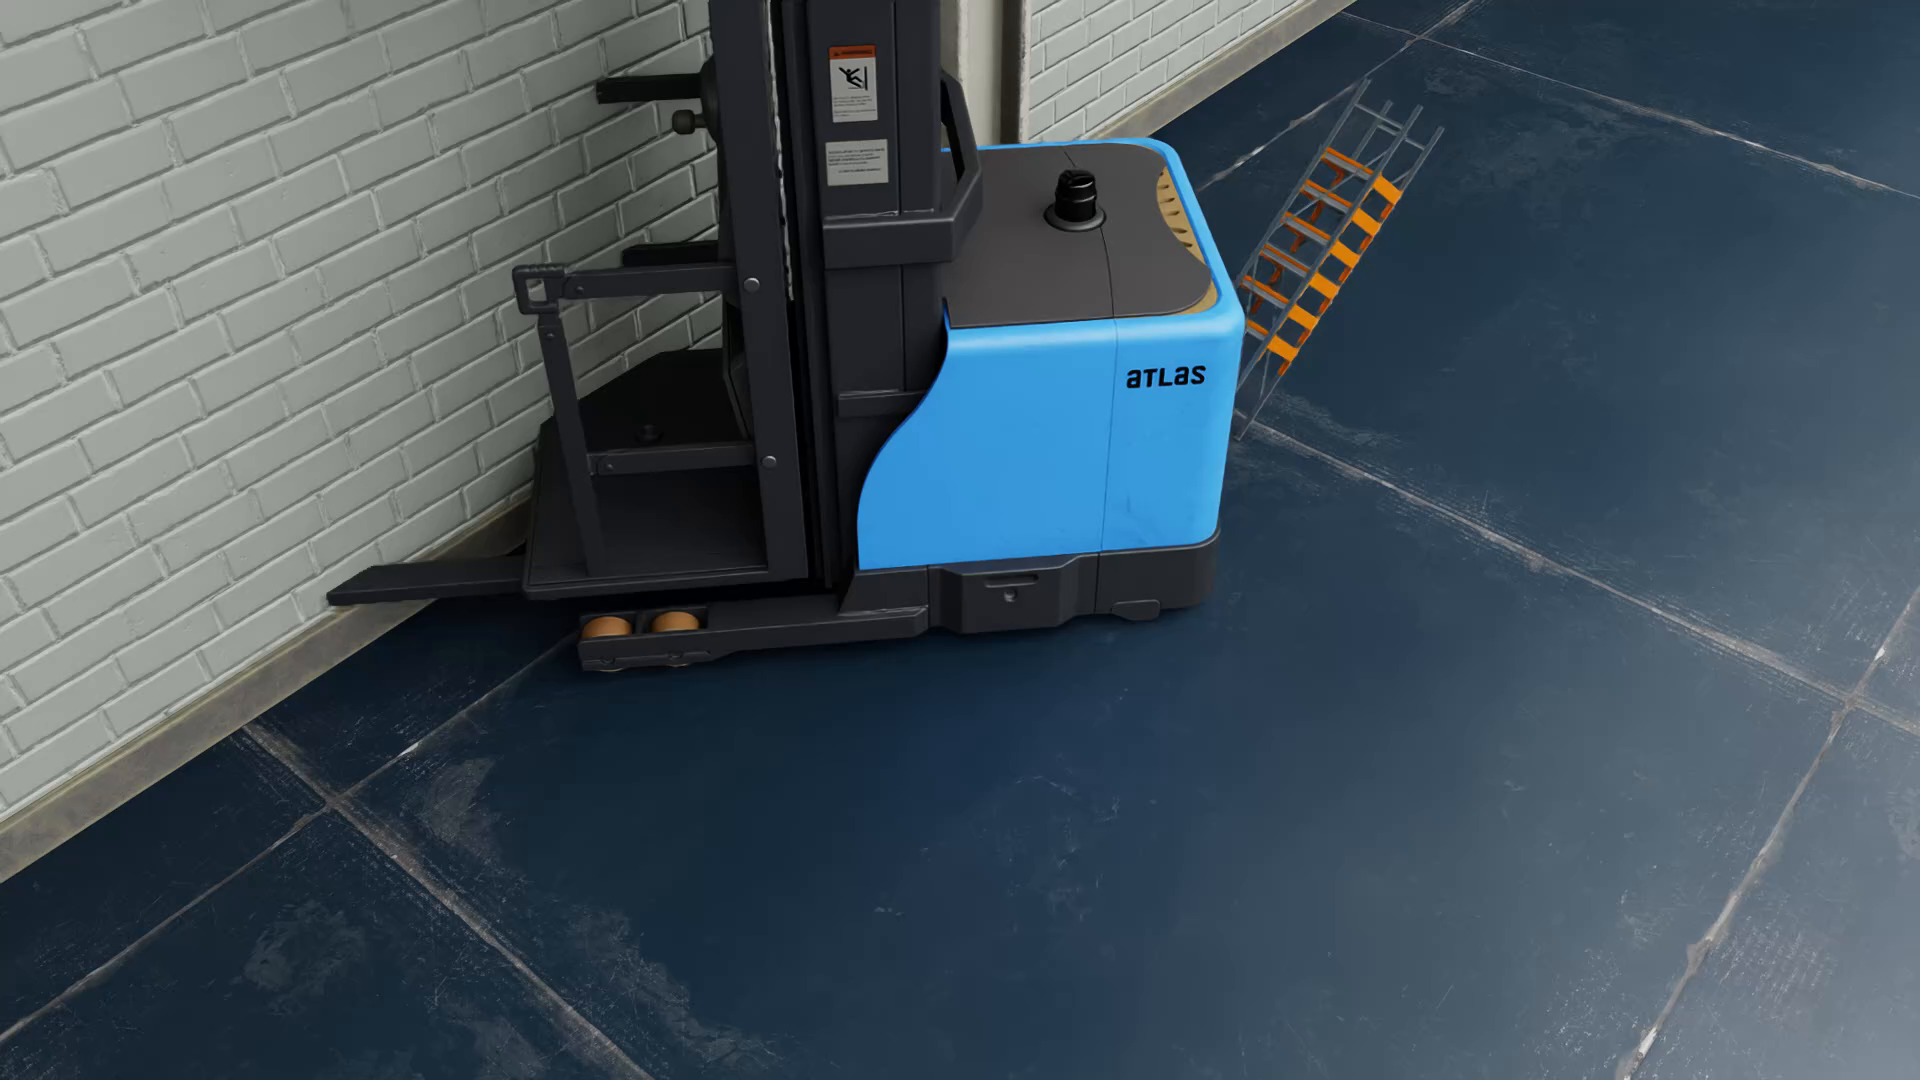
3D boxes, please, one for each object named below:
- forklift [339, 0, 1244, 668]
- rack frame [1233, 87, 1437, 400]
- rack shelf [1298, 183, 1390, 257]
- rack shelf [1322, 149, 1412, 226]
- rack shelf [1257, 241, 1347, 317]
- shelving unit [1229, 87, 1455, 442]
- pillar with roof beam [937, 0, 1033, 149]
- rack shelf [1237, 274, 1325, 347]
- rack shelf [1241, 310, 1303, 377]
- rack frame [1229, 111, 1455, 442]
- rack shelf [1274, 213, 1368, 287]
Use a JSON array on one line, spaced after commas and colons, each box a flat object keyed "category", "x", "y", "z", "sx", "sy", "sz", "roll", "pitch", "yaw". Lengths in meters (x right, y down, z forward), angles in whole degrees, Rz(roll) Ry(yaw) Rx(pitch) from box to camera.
[{"category": "forklift", "x": -0.793, "y": -1.084, "z": 4.264, "sx": 3.031, "sy": 2.935, "sz": 1.130, "roll": -4, "pitch": 42, "yaw": -4}, {"category": "rack frame", "x": 1.102, "y": -0.926, "z": 5.442, "sx": 0.240, "sy": 0.006, "sz": 1.200, "roll": 41, "pitch": 101, "yaw": 36}, {"category": "rack shelf", "x": 1.263, "y": -1.063, "z": 5.484, "sx": 0.258, "sy": 0.180, "sz": 0.103, "roll": 41, "pitch": 101, "yaw": 36}, {"category": "rack shelf", "x": 1.331, "y": -1.161, "z": 5.466, "sx": 0.258, "sy": 0.180, "sz": 0.103, "roll": 41, "pitch": 101, "yaw": 36}, {"category": "rack shelf", "x": 1.128, "y": -0.869, "z": 5.521, "sx": 0.258, "sy": 0.180, "sz": 0.103, "roll": 41, "pitch": 101, "yaw": 36}, {"category": "shelving unit", "x": 1.153, "y": -0.905, "z": 5.514, "sx": 0.258, "sy": 0.189, "sz": 1.200, "roll": 41, "pitch": 101, "yaw": 36}, {"category": "pillar with roof beam", "x": 3.299, "y": -2.438, "z": 1.242, "sx": 9.100, "sy": 9.000, "sz": 0.400, "roll": 29, "pitch": 50, "yaw": 28}, {"category": "rack shelf", "x": 1.060, "y": -0.771, "z": 5.540, "sx": 0.258, "sy": 0.180, "sz": 0.103, "roll": 41, "pitch": 101, "yaw": 36}, {"category": "rack shelf", "x": 0.993, "y": -0.674, "z": 5.558, "sx": 0.258, "sy": 0.180, "sz": 0.103, "roll": 41, "pitch": 101, "yaw": 36}, {"category": "rack frame", "x": 1.204, "y": -0.883, "z": 5.587, "sx": 0.240, "sy": 0.006, "sz": 1.200, "roll": 41, "pitch": 101, "yaw": 36}, {"category": "rack shelf", "x": 1.196, "y": -0.966, "z": 5.503, "sx": 0.258, "sy": 0.180, "sz": 0.103, "roll": 41, "pitch": 101, "yaw": 36}]
